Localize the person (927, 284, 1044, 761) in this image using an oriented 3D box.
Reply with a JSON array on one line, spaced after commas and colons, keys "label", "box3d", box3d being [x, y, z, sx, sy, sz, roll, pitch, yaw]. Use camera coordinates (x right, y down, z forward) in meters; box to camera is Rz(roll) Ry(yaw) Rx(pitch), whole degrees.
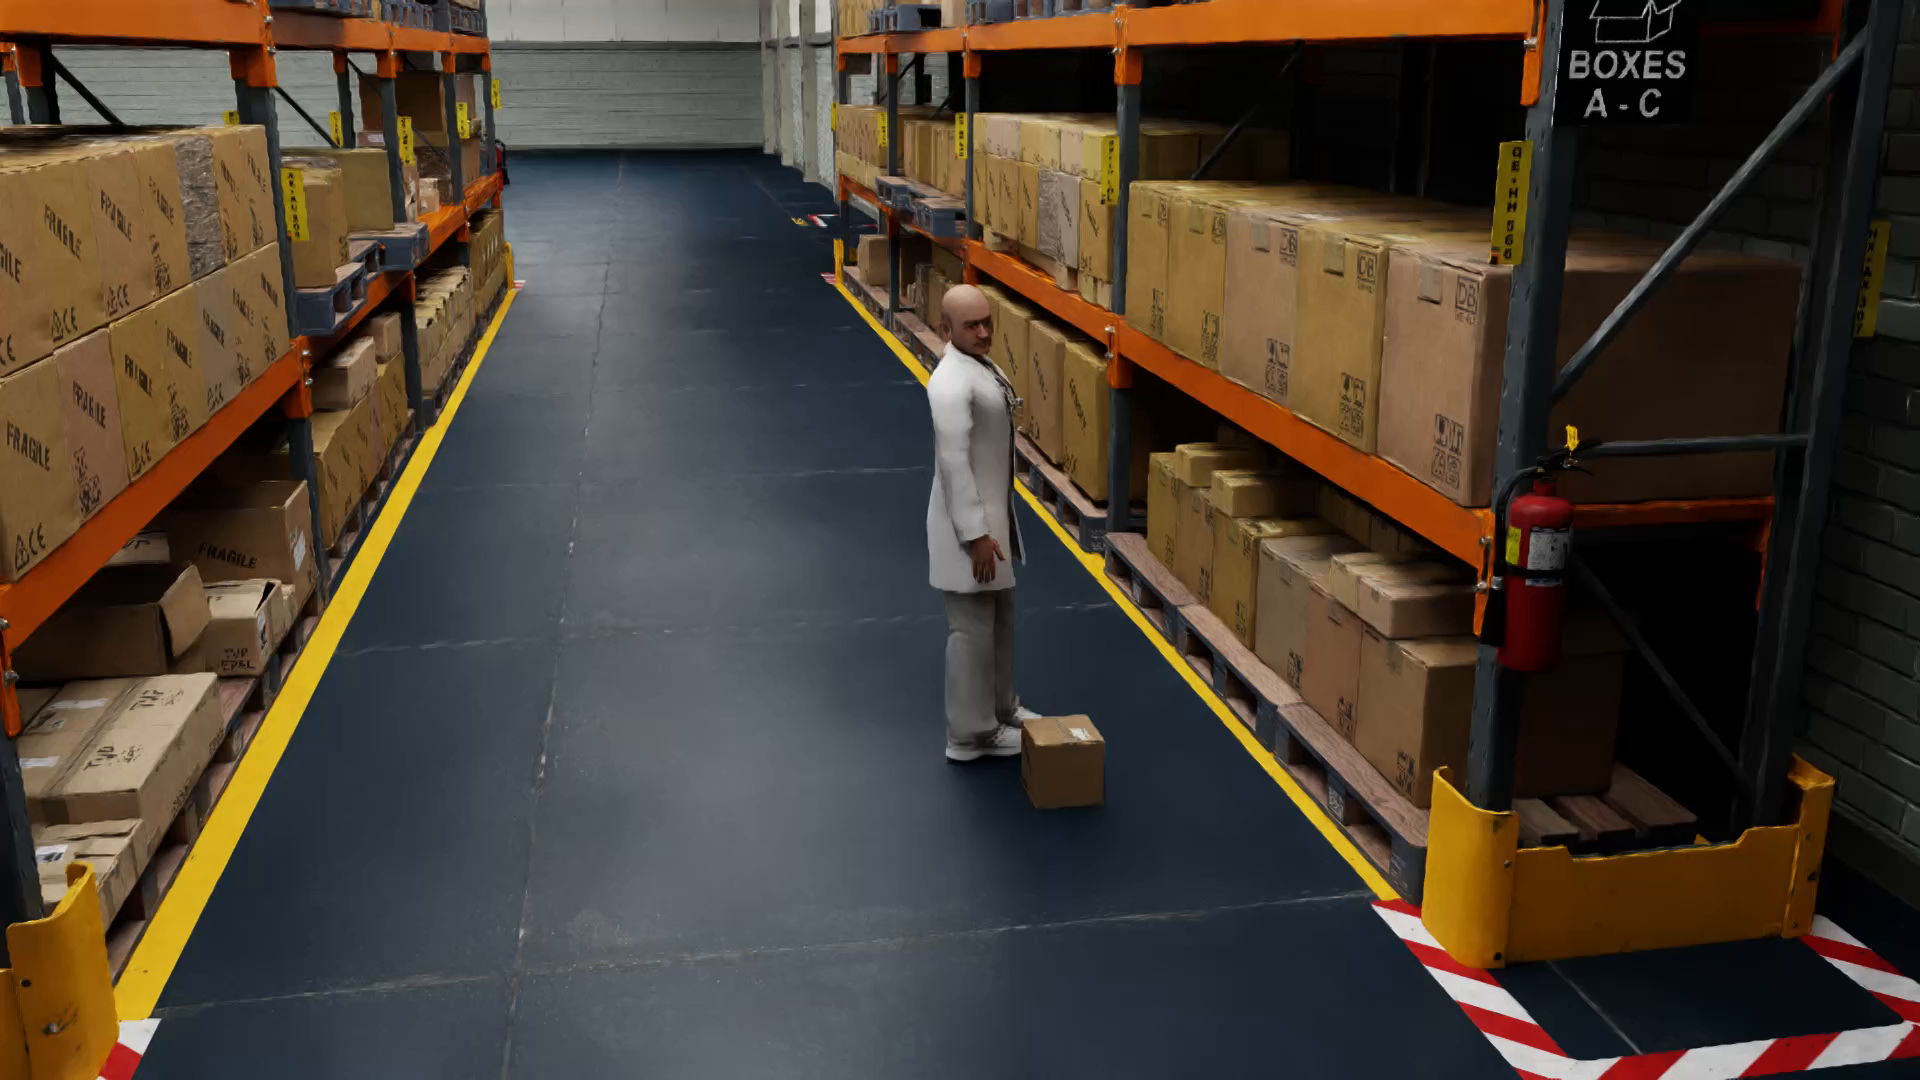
[{"label": "person", "box3d": [0.127, -0.061, 6.223, 0.467, 1.788, 0.635, 4, 16, 12]}]
